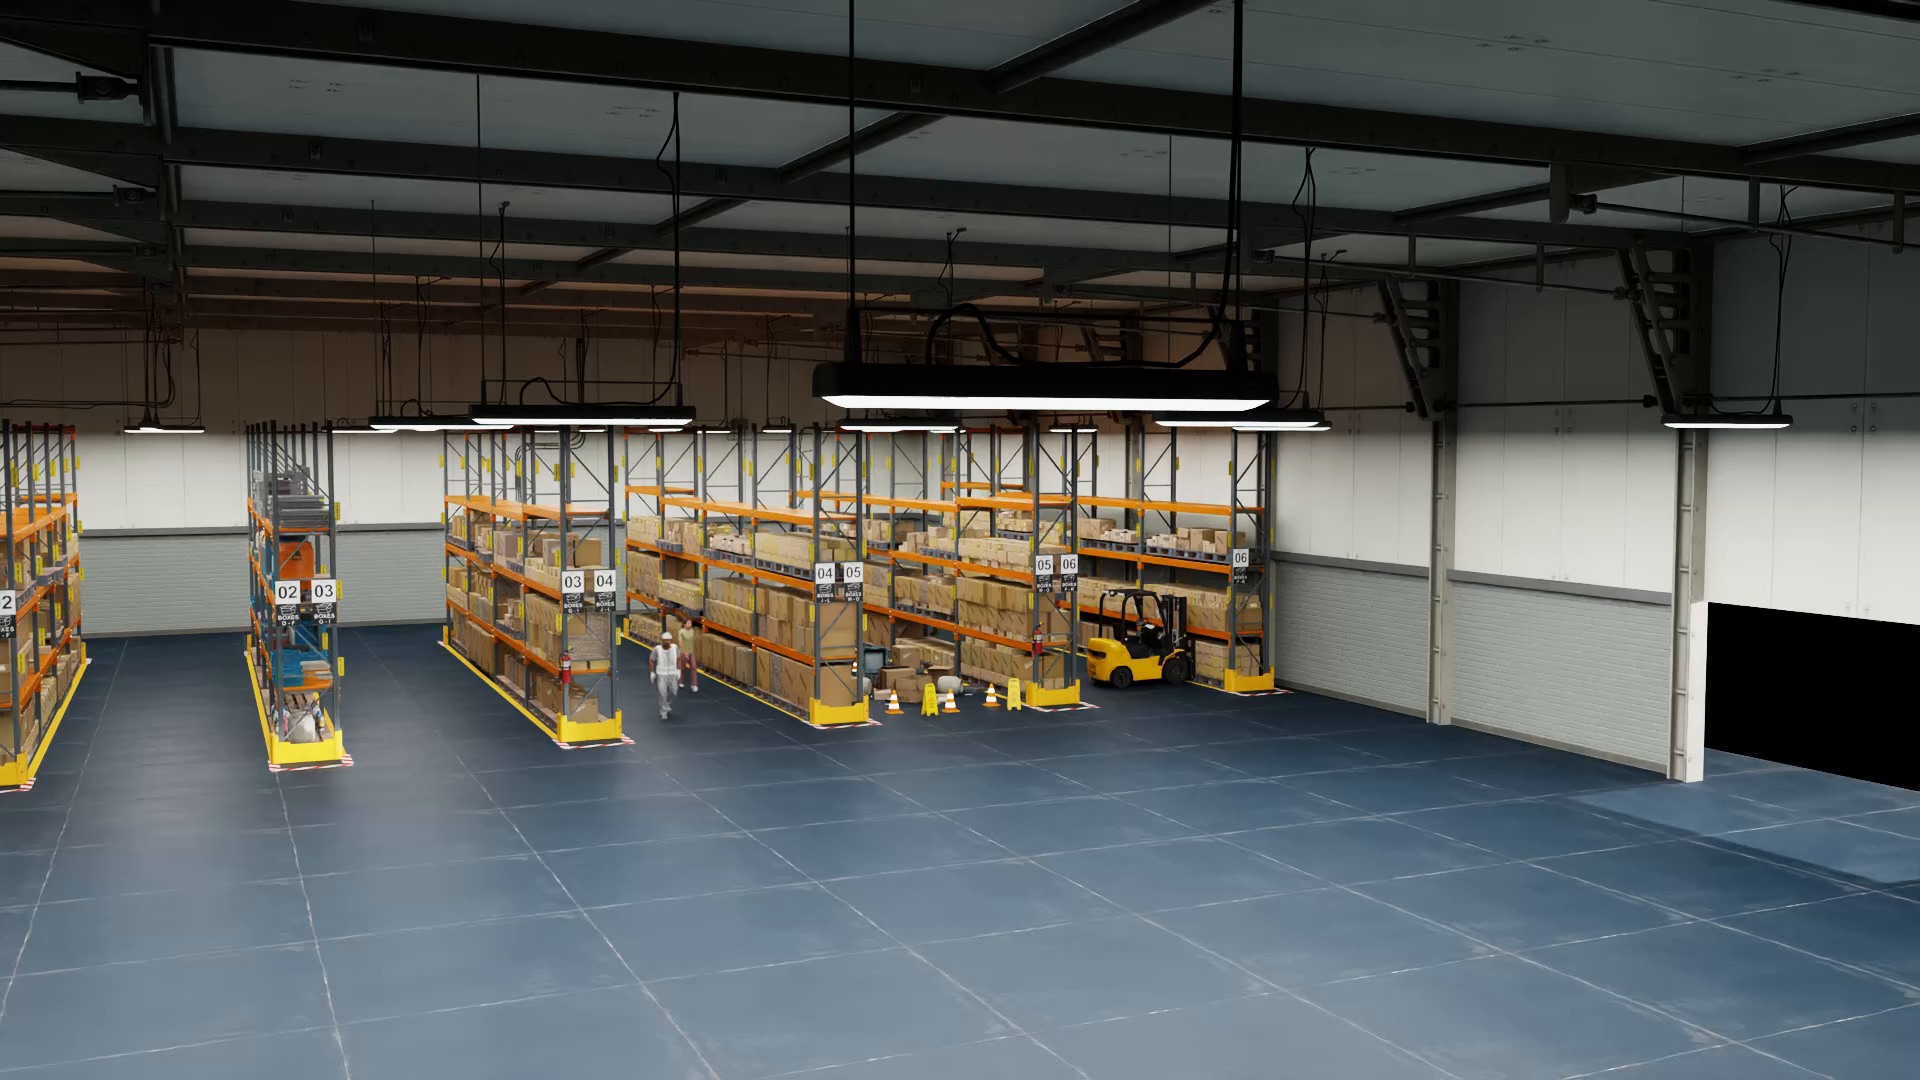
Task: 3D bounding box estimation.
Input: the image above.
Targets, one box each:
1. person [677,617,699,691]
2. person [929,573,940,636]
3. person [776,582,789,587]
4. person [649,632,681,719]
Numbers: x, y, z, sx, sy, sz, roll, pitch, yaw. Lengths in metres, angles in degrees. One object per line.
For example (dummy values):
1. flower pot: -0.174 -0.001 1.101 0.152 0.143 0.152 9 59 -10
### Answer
1. person: -6.135 2.553 37.506 0.439 1.615 0.961 -2 4 -35
2. person: -0.735 1.851 47.711 0.485 1.791 0.598 2 4 29
3. person: -5.634 1.571 53.076 0.896 1.644 0.466 -2 4 -35
4. person: -6.016 2.734 33.867 0.640 1.760 0.702 -2 4 -26
